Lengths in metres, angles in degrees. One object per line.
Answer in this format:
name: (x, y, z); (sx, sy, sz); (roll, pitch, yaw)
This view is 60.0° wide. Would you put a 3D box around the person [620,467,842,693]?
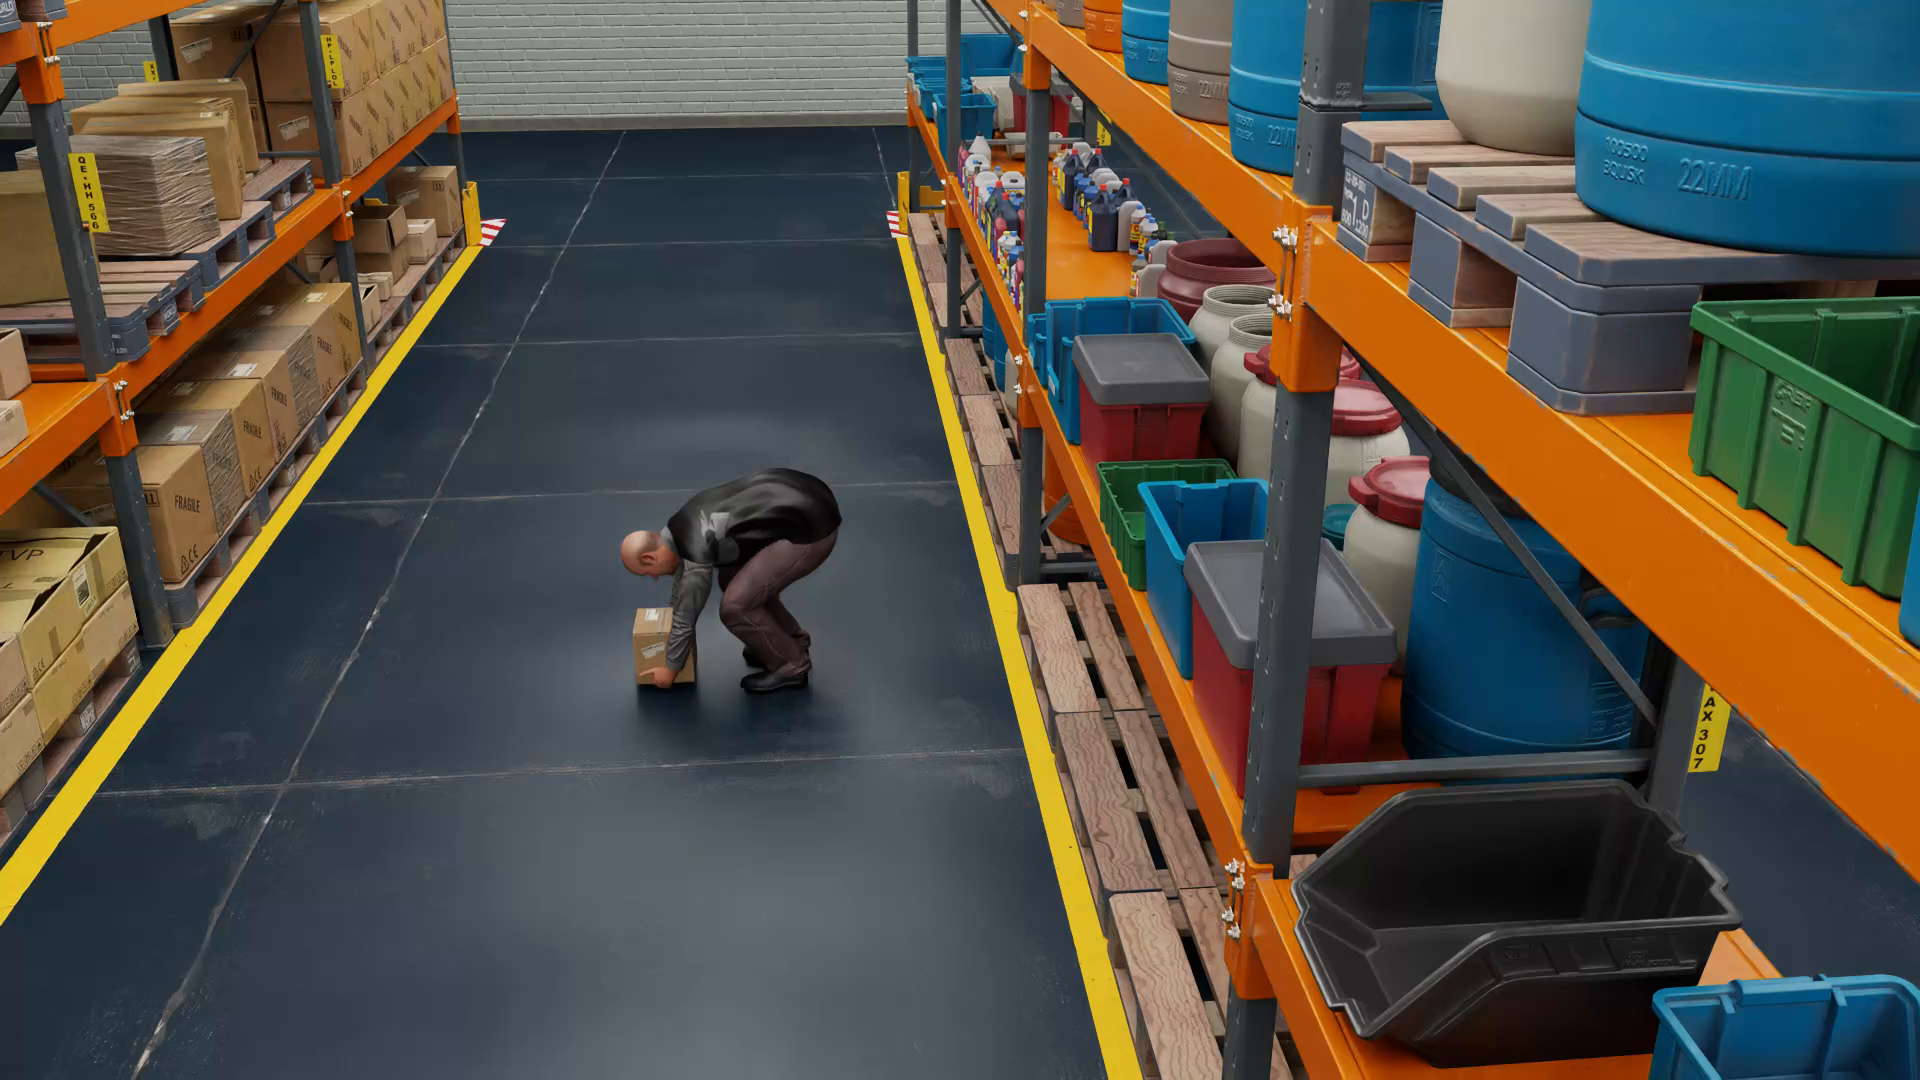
person: (-0.982, 0.173, 7.220); (0.945, 0.931, 0.515); (-3, 24, -8)
